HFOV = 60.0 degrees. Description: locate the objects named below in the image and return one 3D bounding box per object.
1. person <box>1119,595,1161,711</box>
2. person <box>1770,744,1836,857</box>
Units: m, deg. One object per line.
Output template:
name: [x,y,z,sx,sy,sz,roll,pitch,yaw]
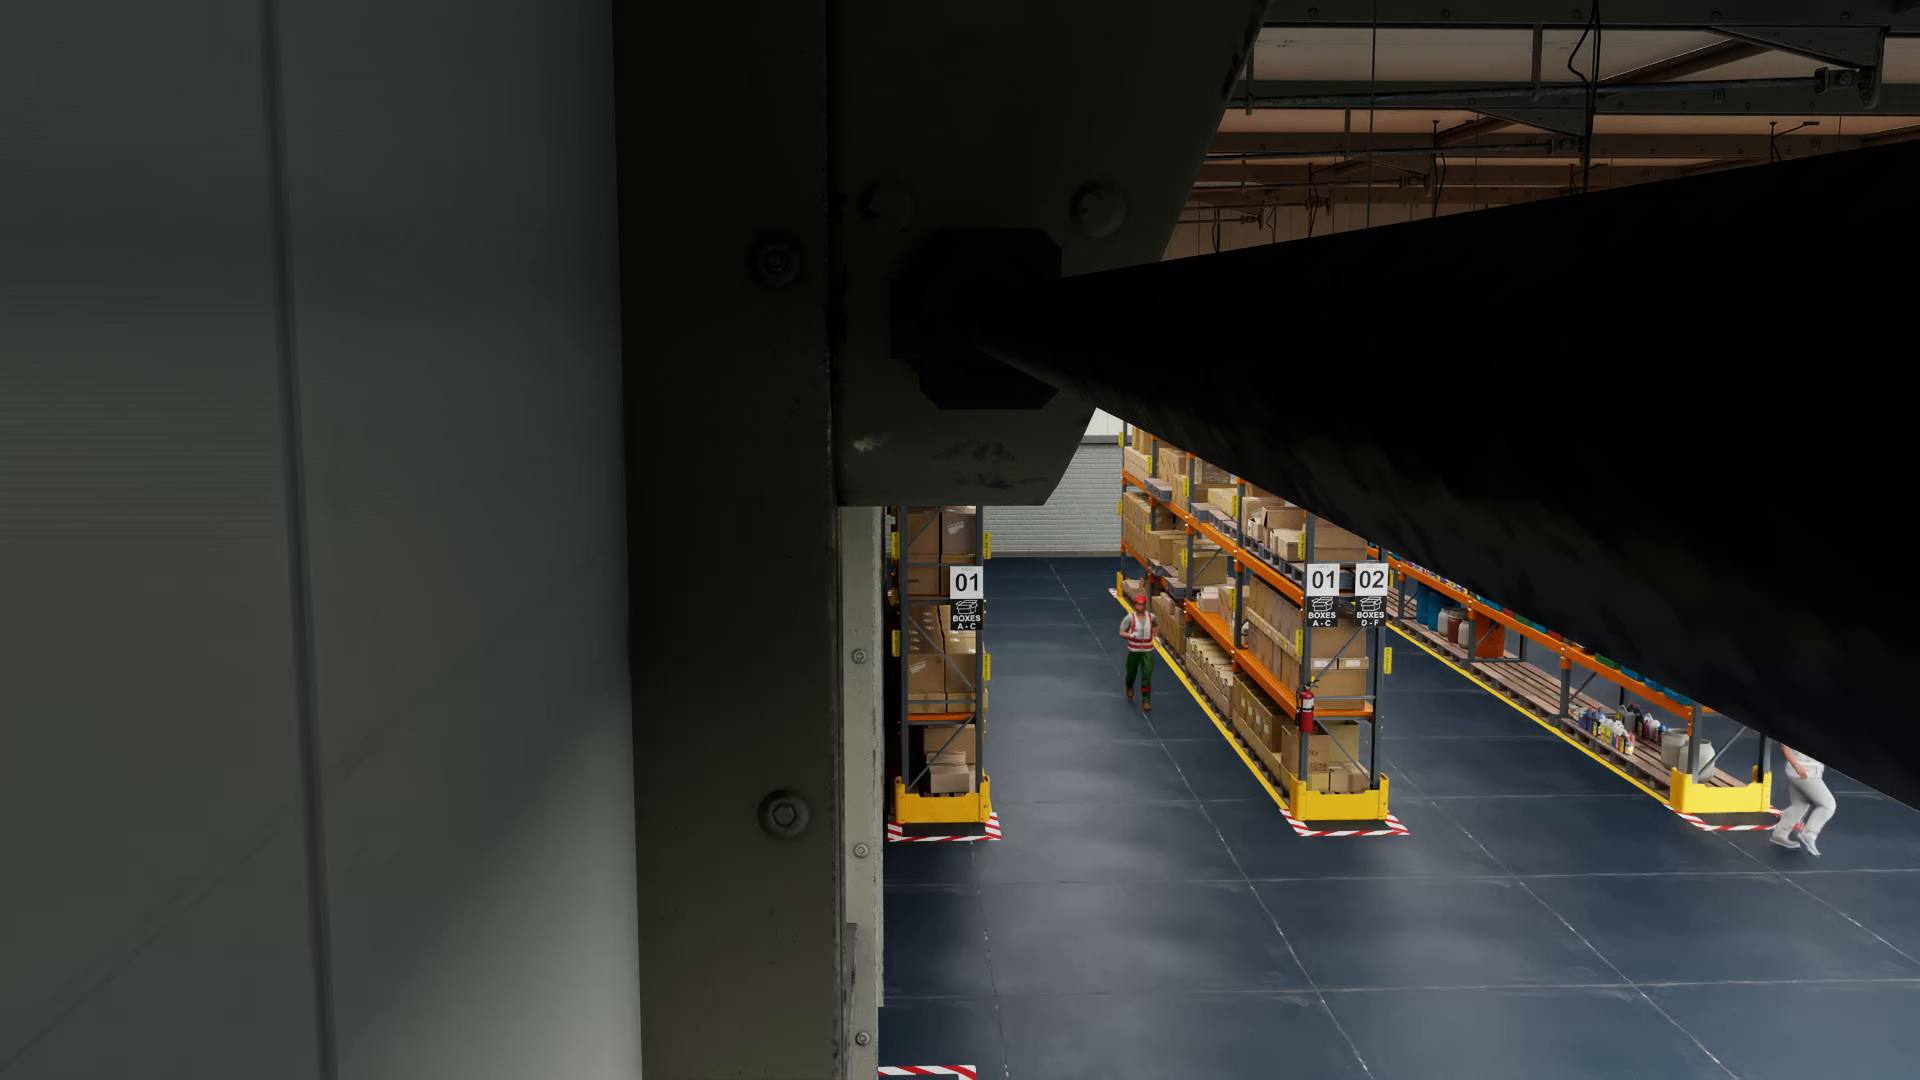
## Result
person: [2.842,1.745,26.252,0.668,1.765,0.998,-1,8,-4]
person: [9.863,2.757,19.400,0.627,1.794,0.678,3,9,19]
